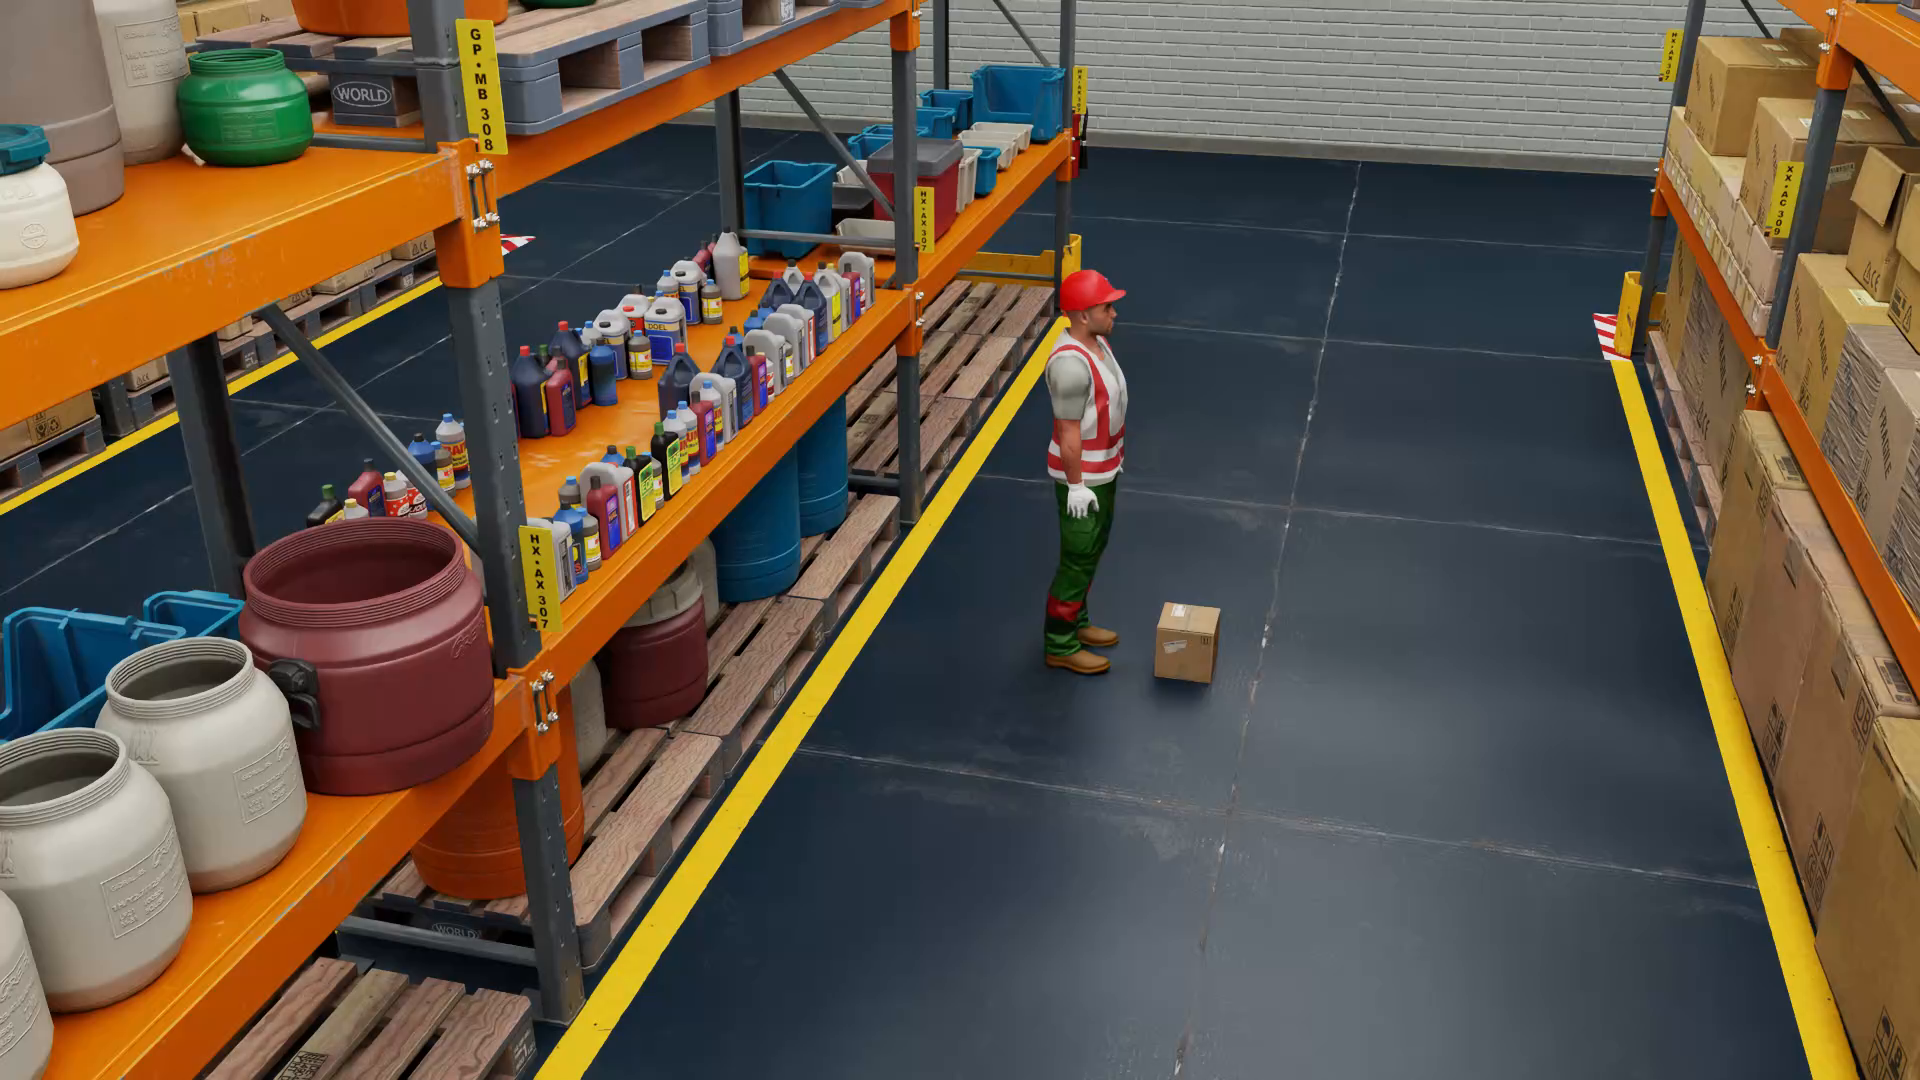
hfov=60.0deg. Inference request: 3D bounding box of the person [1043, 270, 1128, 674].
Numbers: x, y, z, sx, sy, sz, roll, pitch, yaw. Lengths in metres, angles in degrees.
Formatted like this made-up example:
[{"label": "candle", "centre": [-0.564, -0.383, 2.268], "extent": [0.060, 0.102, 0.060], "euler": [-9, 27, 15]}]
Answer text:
[{"label": "person", "centre": [0.547, -0.295, 7.212], "extent": [0.337, 1.787, 0.524], "euler": [7, 26, 15]}]
